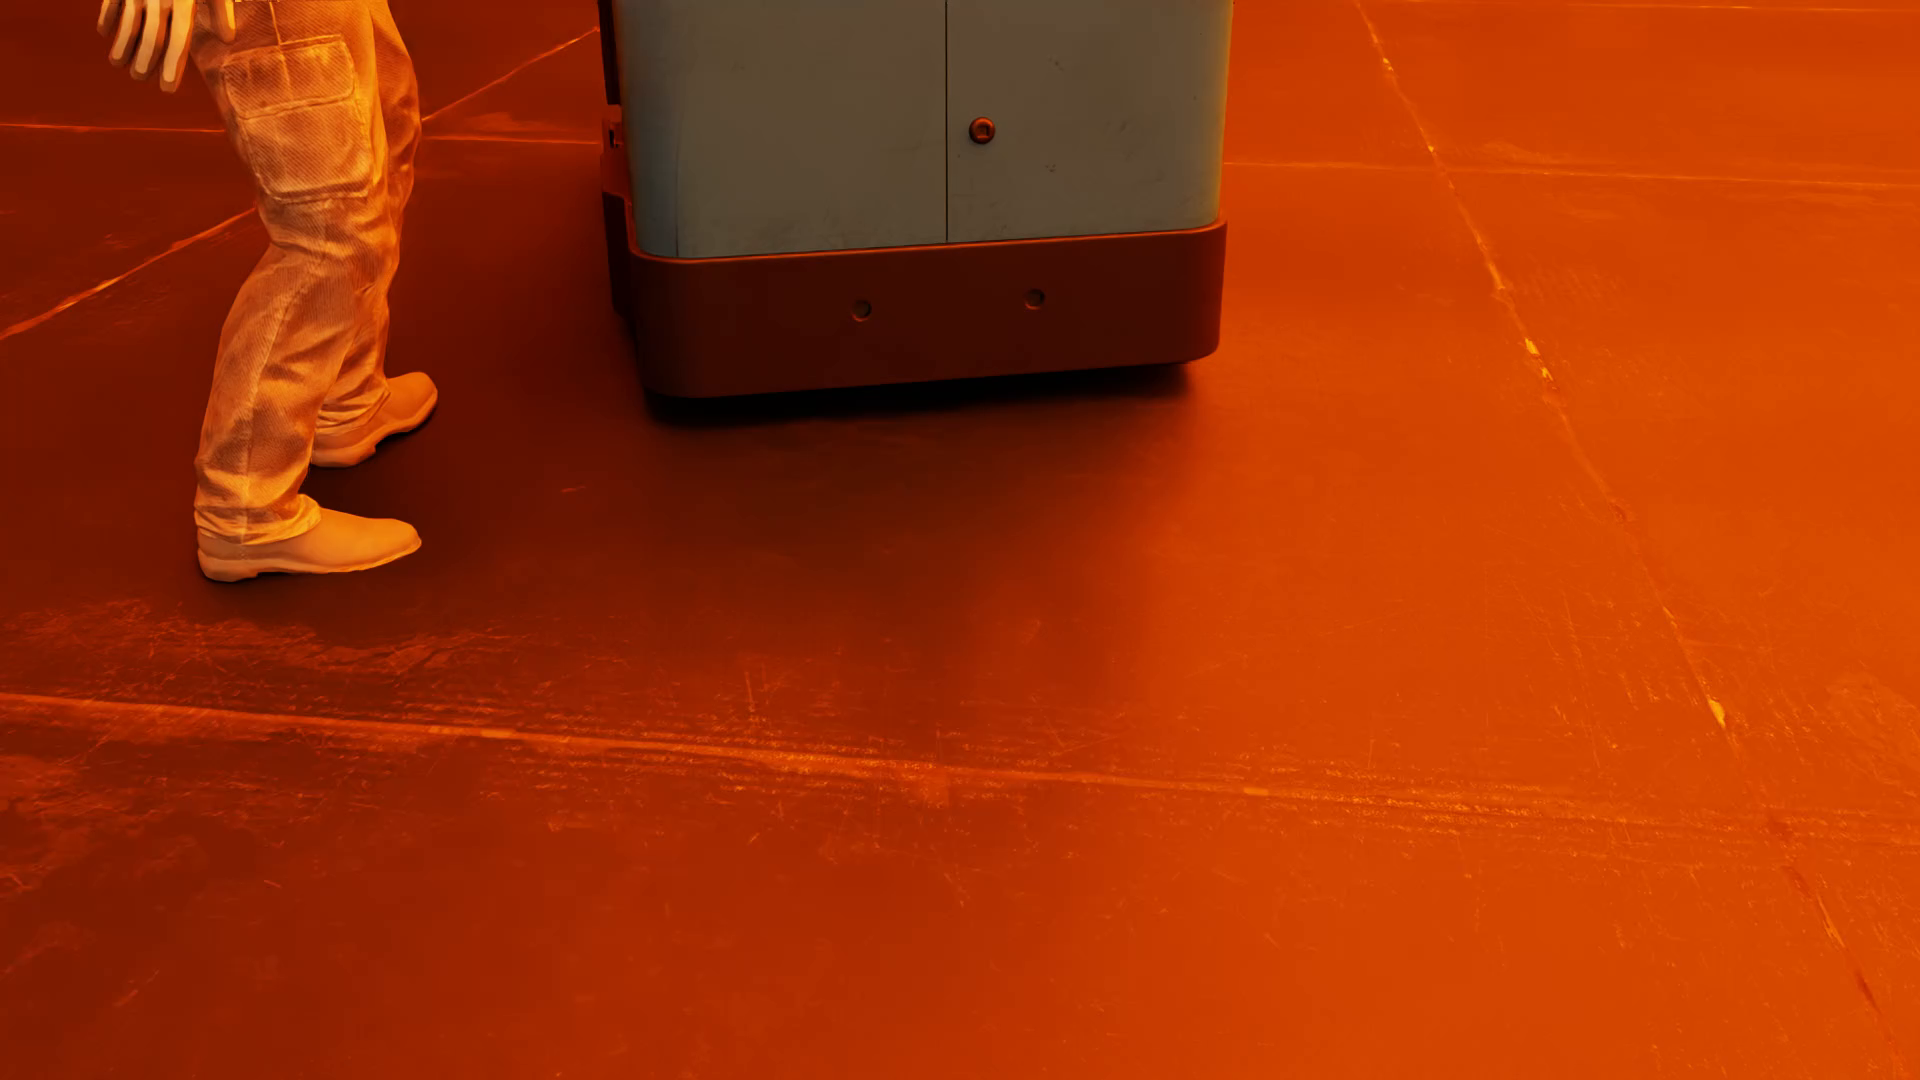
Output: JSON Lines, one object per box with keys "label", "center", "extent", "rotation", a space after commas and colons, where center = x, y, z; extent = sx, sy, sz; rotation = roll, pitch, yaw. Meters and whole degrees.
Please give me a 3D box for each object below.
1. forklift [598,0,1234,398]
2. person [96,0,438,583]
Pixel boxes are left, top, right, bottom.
{"label": "forklift", "center": [-0.328, -2.187, 3.601], "extent": [1.130, 2.935, 3.031], "rotation": [-5, 27, -11]}
{"label": "person", "center": [-0.922, -0.809, 2.205], "extent": [0.458, 1.742, 0.897], "rotation": [-8, 28, -16]}
